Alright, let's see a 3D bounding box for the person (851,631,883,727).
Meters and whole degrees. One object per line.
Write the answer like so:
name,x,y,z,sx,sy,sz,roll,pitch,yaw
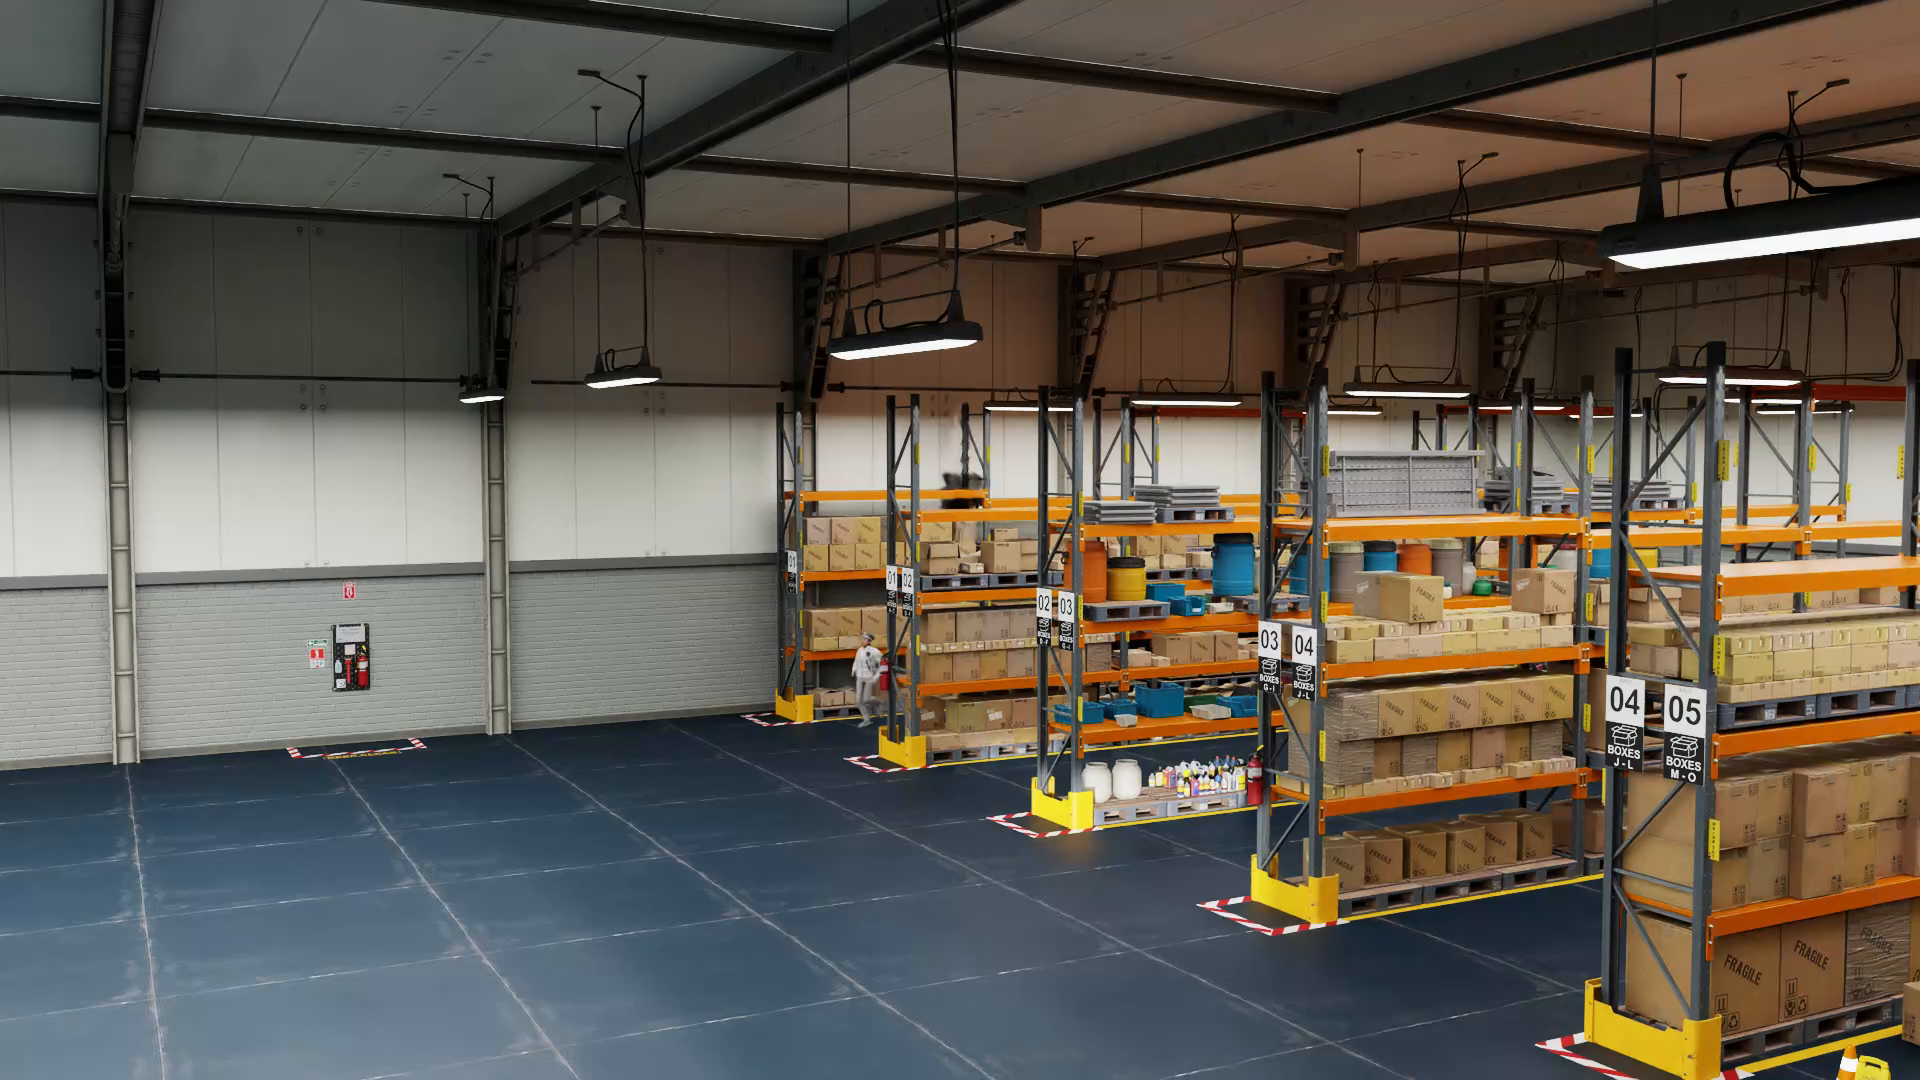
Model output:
person,-1.608,2.419,29.040,0.663,1.669,0.554,2,4,33
